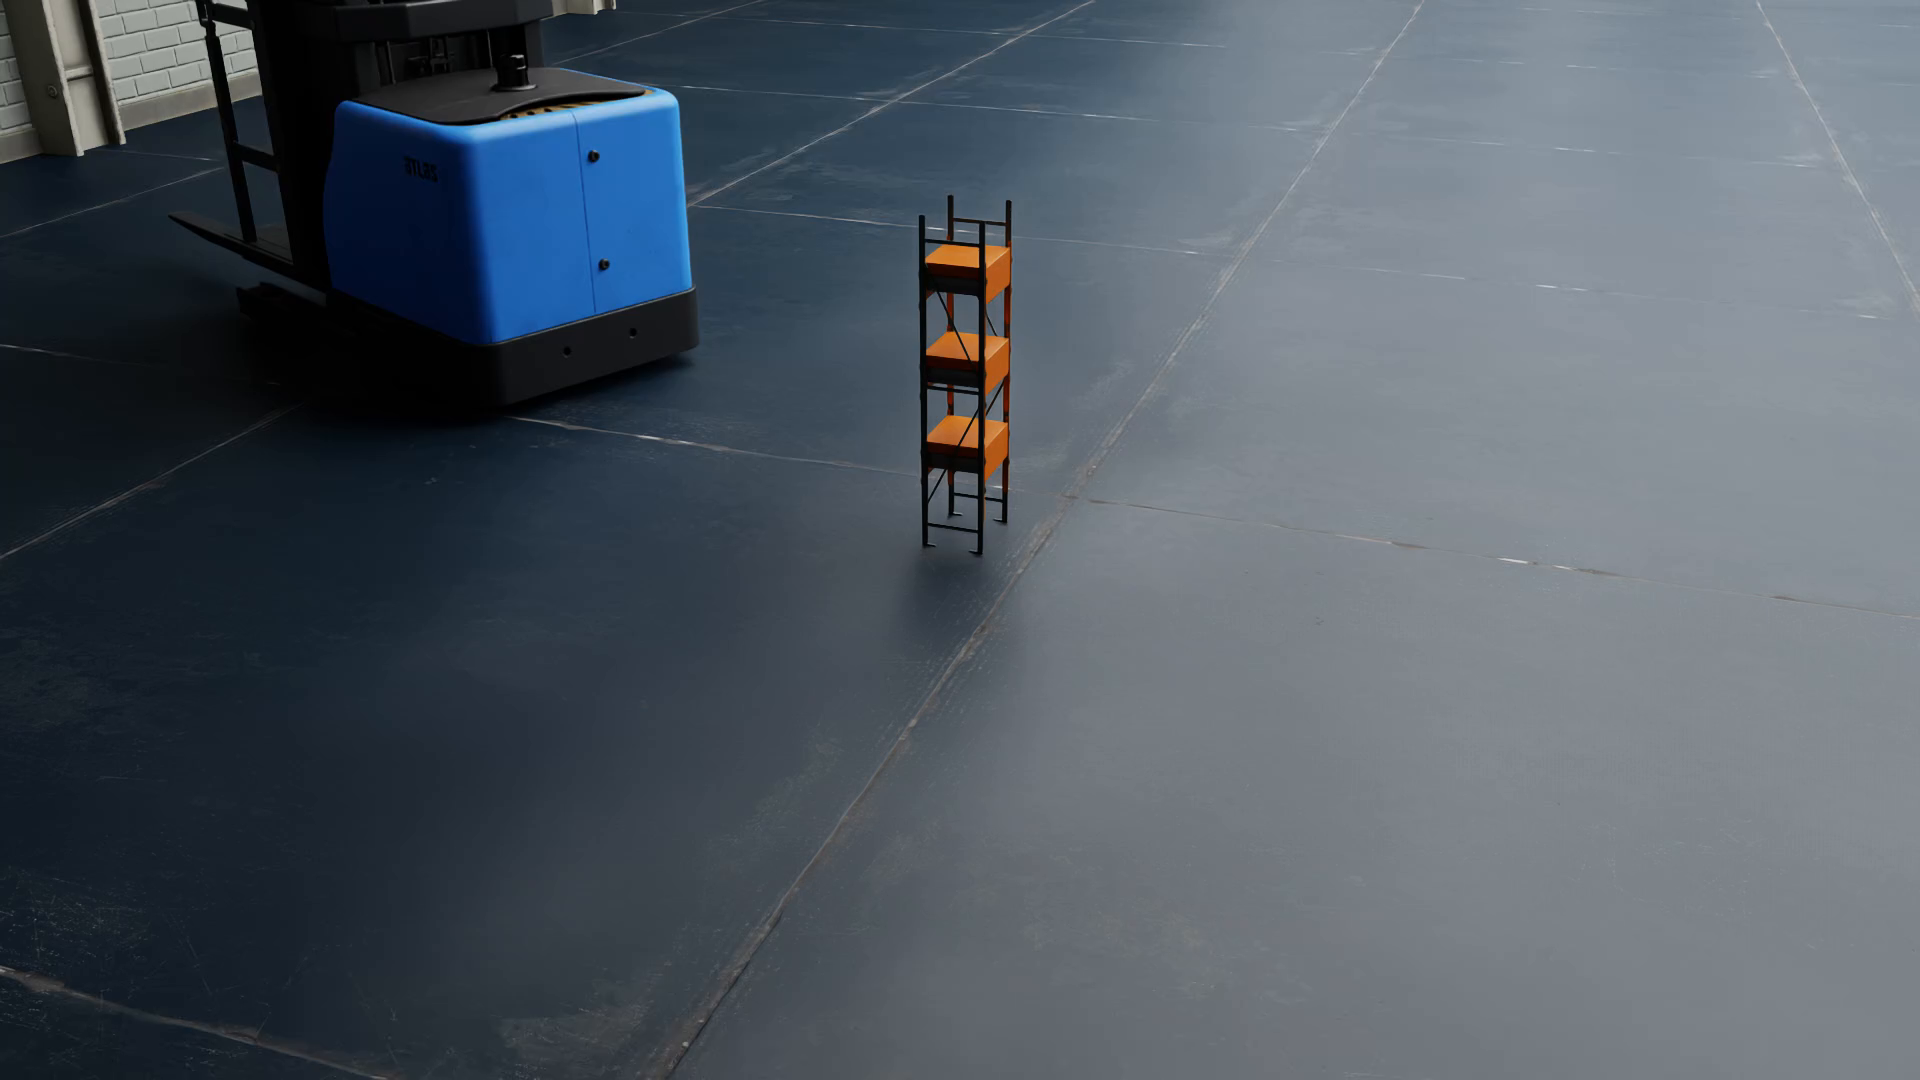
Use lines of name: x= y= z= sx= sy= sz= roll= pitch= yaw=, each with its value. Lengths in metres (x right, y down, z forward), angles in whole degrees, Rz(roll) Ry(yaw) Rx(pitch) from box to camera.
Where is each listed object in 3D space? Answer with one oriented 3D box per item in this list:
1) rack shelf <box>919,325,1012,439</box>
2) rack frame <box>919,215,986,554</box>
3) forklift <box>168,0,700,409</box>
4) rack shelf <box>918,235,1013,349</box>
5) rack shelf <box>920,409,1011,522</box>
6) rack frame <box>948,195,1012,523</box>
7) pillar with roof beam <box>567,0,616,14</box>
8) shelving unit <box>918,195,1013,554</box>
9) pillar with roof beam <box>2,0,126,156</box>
rack shelf: x=0.018 y=-0.485 z=5.071 sx=0.215 sy=0.259 sz=0.240 roll=9 pitch=27 yaw=17
rack frame: x=-0.023 y=-0.444 z=4.963 sx=0.200 sy=1.050 sz=0.008 roll=9 pitch=27 yaw=17
forklift: x=-2.468 y=-2.336 z=6.712 sx=3.031 sy=2.935 sz=1.130 roll=22 pitch=34 yaw=38
rack shelf: x=0.018 y=-0.740 z=4.948 sx=0.215 sy=0.259 sz=0.240 roll=9 pitch=27 yaw=17
rack shelf: x=0.018 y=-0.235 z=5.192 sx=0.215 sy=0.259 sz=0.240 roll=9 pitch=27 yaw=17
rack frame: x=0.058 y=-0.545 z=5.170 sx=0.200 sy=1.050 sz=0.008 roll=9 pitch=27 yaw=17
pillar with roof beam: x=0.655 y=-8.308 z=12.083 sx=9.100 sy=9.000 sz=0.400 roll=9 pitch=27 yaw=17
shelving unit: x=0.018 y=-0.495 z=5.067 sx=0.215 sy=1.050 sz=0.252 roll=9 pitch=27 yaw=17
pillar with roof beam: x=-1.341 y=-5.842 z=6.990 sx=9.100 sy=9.000 sz=0.400 roll=9 pitch=27 yaw=17
